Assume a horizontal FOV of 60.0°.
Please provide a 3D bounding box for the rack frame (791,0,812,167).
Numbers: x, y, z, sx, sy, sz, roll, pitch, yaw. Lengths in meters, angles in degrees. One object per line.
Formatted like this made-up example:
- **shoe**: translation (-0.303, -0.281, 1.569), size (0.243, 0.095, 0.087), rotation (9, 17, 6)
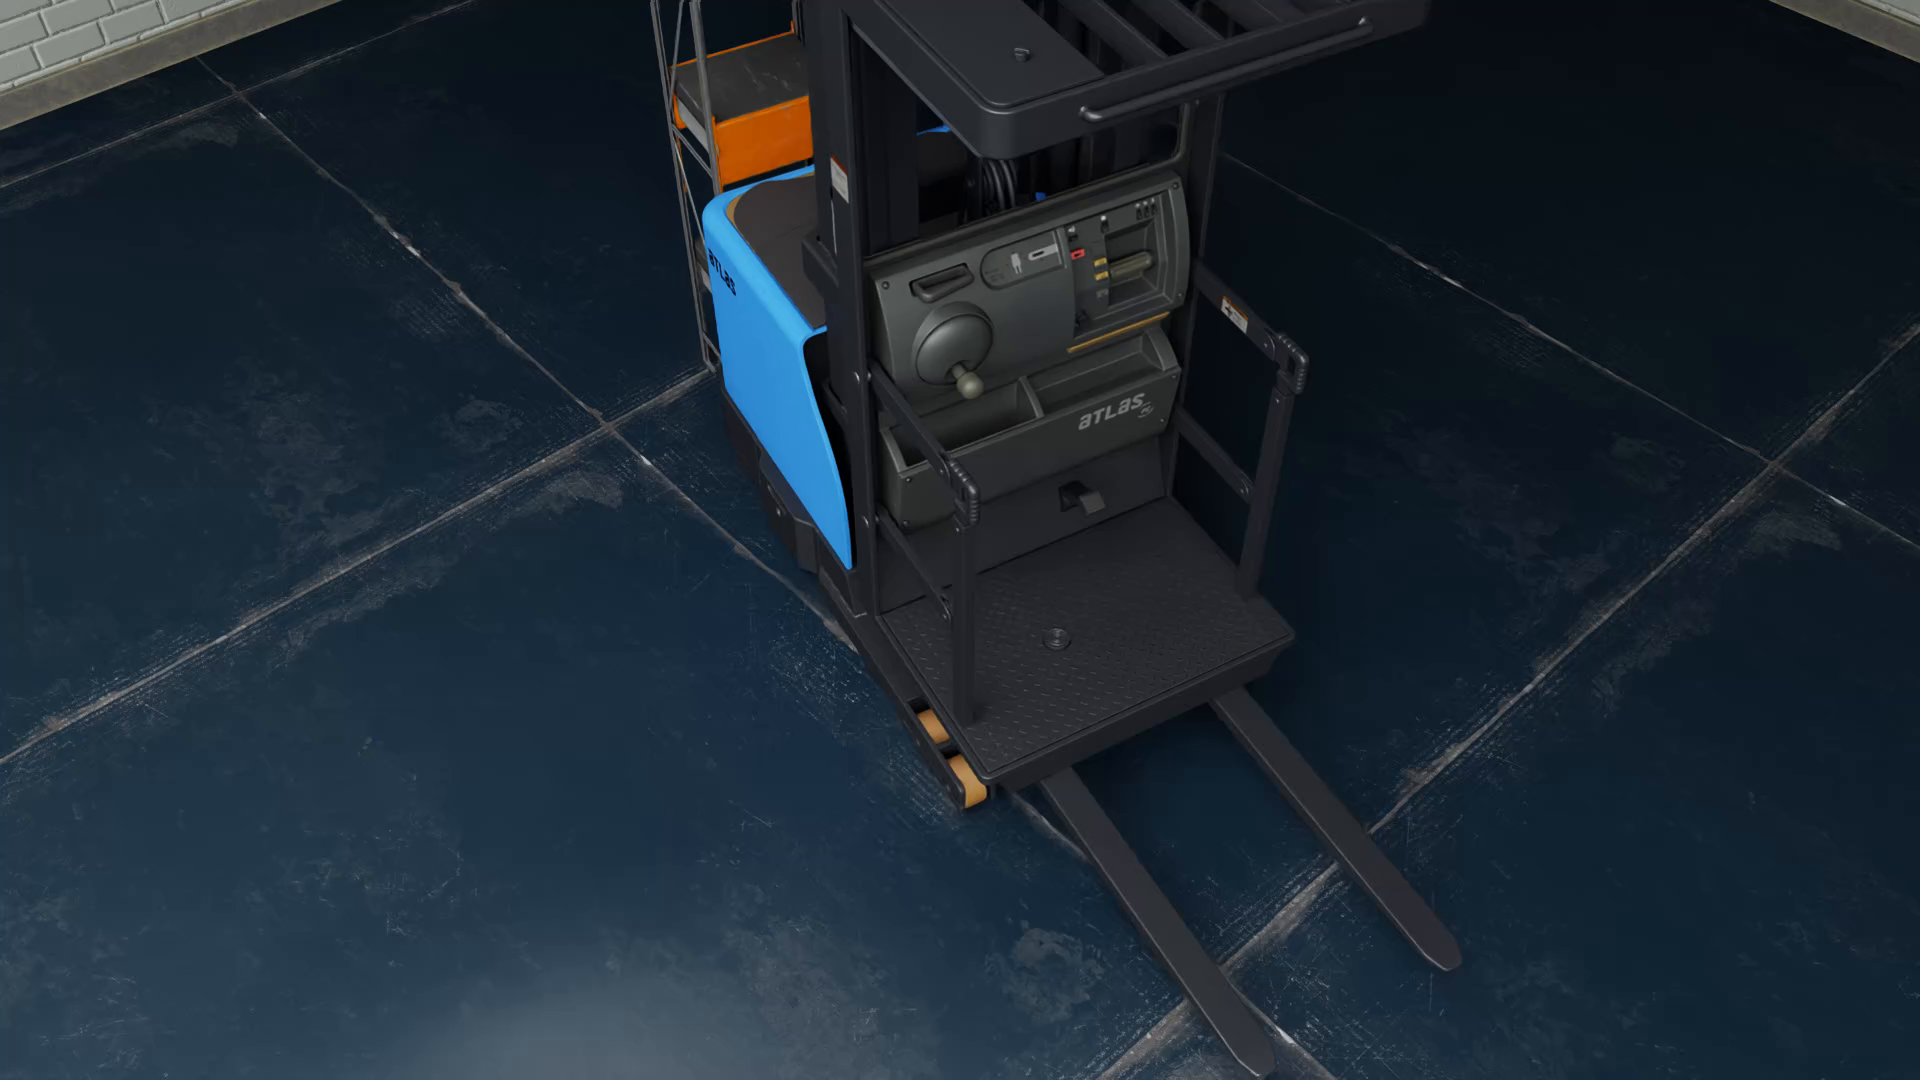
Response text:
- **rack frame**: translation (-0.458, -1.459, 5.667), size (0.015, 2.100, 0.400), rotation (-23, 51, -20)

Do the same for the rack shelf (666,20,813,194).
- **rack shelf**: translation (-0.670, -1.360, 5.595), size (0.480, 0.518, 0.431), rotation (-23, 51, -20)

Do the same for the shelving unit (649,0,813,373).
- **shelving unit**: translation (-0.670, -1.370, 5.585), size (0.503, 2.100, 0.431), rotation (-23, 51, -20)

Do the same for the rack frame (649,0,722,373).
- **rack frame**: translation (-0.881, -1.281, 5.503), size (0.015, 2.100, 0.400), rotation (-23, 51, -20)

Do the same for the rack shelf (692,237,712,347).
- **rack shelf**: translation (-0.670, -0.886, 6.110), size (0.480, 0.518, 0.431), rotation (-23, 51, -20)

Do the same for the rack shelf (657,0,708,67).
- **rack shelf**: translation (-0.670, -1.835, 5.081), size (0.480, 0.518, 0.431), rotation (-23, 51, -20)

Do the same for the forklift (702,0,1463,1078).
- **forklift**: translation (0.313, -0.578, 4.289), size (1.130, 2.935, 3.031), rotation (-22, 51, -19)
